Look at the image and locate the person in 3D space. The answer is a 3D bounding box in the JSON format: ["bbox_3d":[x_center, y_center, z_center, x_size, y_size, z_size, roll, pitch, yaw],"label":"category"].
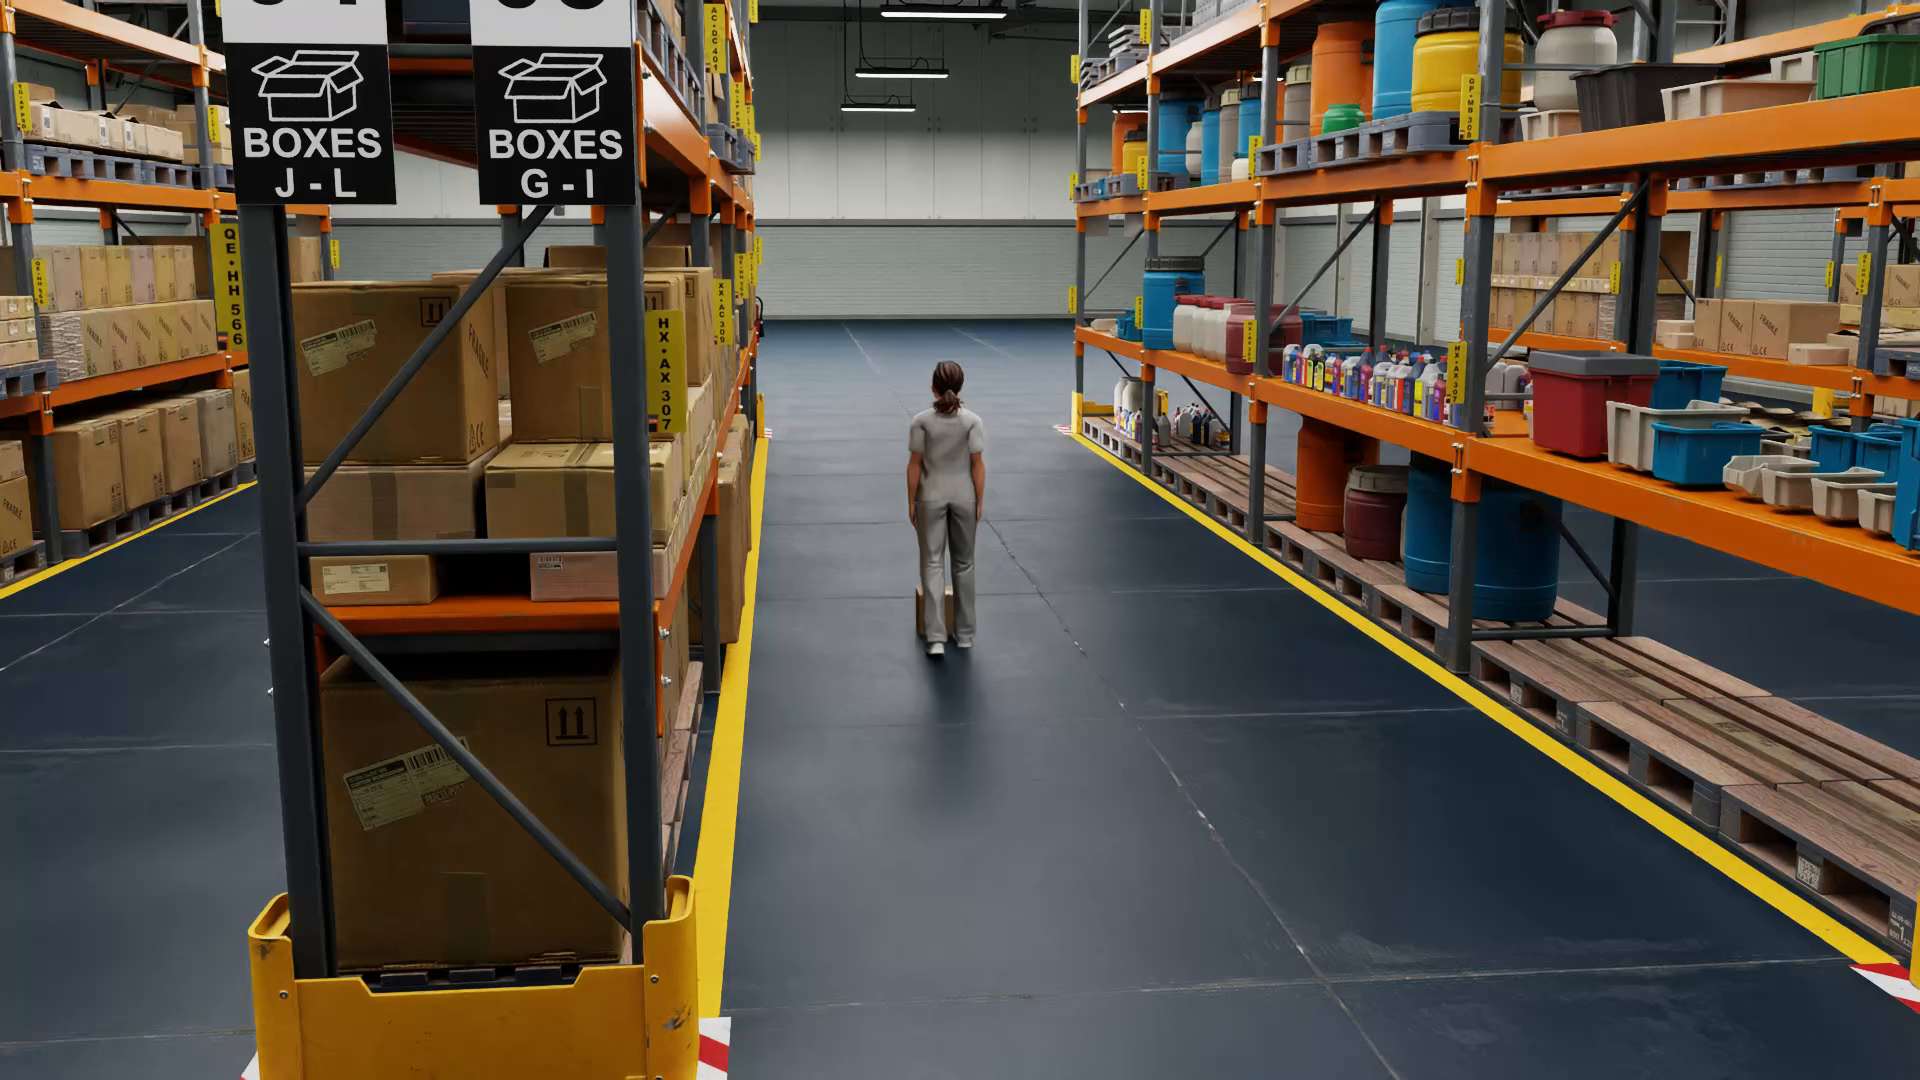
[{"bbox_3d":[-0.085,-0.188,9.514,0.441,1.676,0.519,-1,10,-6],"label":"person"}]
